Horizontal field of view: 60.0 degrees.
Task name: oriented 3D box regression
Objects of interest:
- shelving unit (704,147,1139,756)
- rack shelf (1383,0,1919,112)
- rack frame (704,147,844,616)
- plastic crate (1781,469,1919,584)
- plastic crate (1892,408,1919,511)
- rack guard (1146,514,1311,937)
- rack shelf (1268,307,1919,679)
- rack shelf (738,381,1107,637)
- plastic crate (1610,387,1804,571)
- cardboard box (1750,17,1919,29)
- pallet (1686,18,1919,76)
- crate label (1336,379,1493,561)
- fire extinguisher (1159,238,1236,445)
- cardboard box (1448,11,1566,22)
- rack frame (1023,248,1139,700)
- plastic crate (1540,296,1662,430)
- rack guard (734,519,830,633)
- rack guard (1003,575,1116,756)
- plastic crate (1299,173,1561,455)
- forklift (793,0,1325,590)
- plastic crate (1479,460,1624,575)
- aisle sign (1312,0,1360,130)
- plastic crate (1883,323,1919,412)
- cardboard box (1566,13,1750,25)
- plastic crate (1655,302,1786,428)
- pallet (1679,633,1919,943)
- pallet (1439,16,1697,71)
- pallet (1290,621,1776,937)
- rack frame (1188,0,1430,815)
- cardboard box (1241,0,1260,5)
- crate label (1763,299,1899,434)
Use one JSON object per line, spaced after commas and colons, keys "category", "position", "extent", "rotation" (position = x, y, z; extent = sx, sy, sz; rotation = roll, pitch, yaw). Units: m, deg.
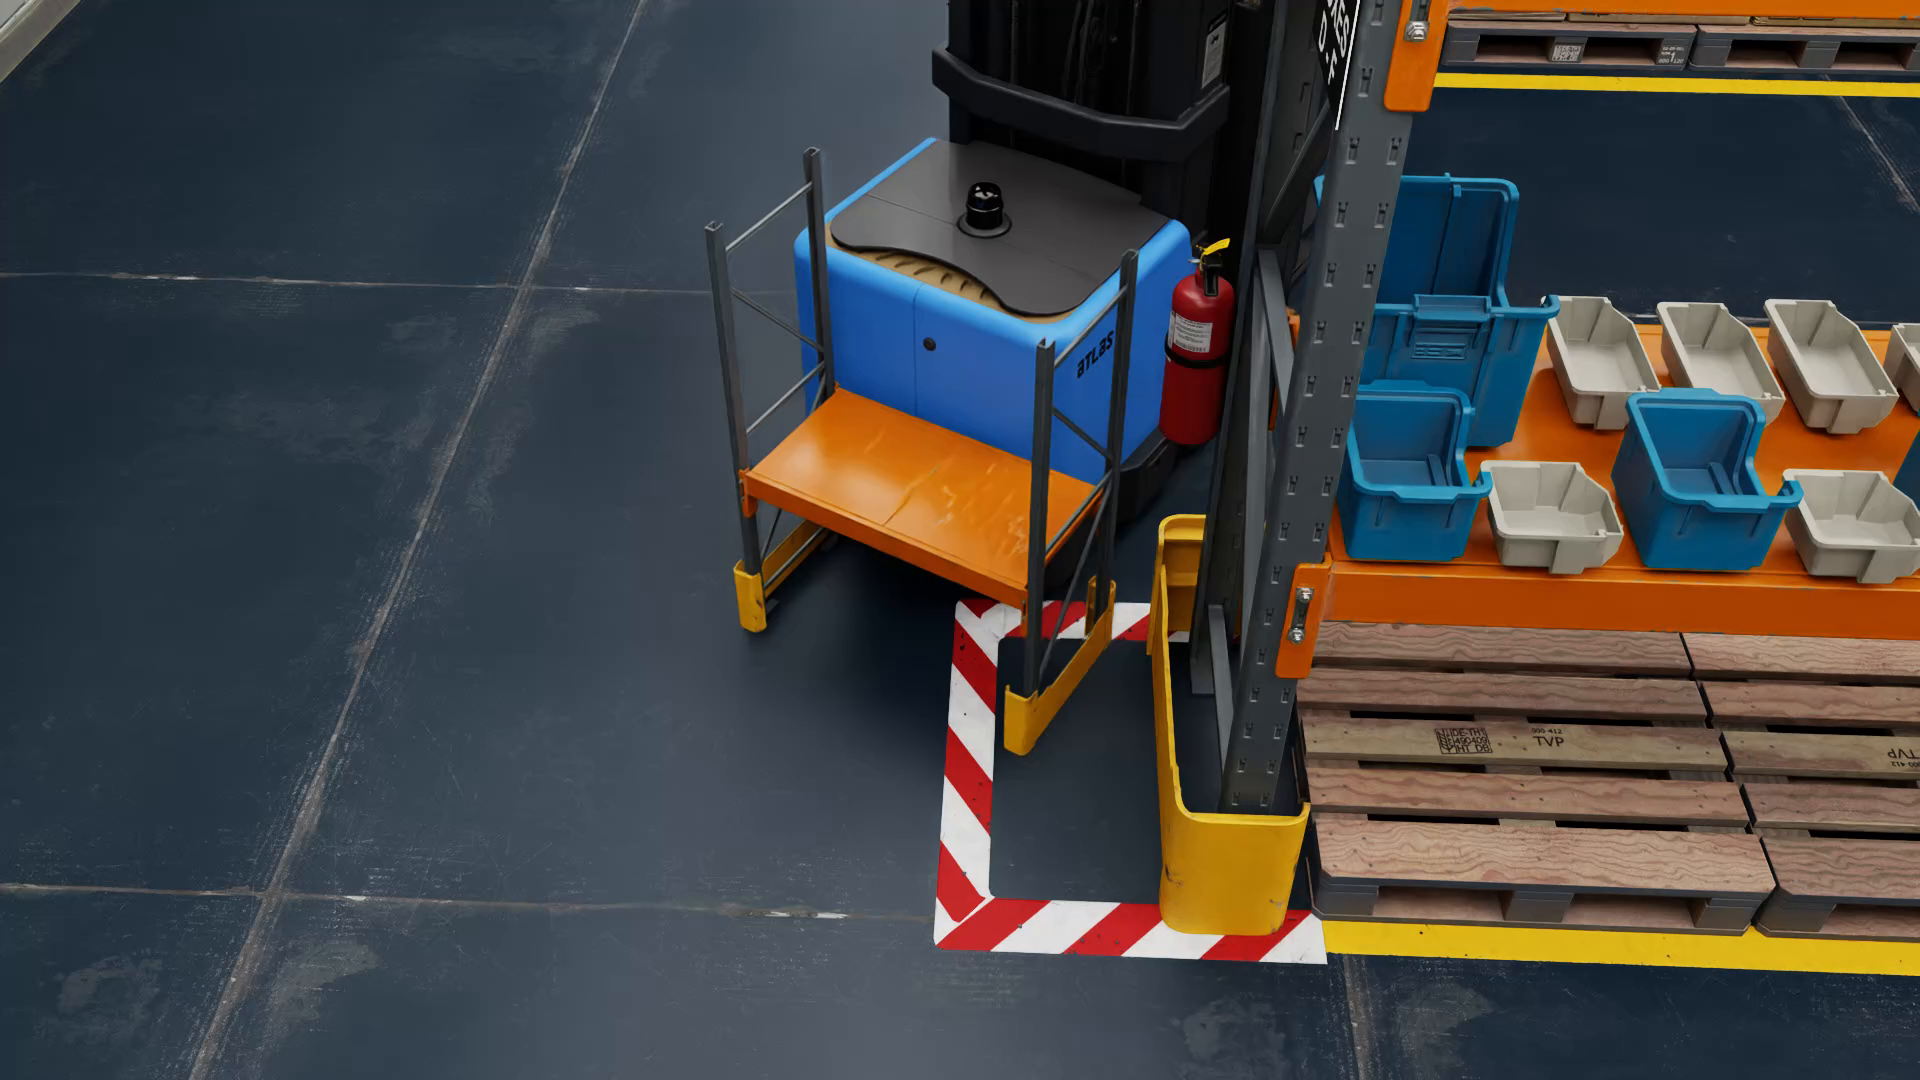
{"category": "shelving unit", "position": [-0.114, -0.250, 4.918], "extent": [1.083, 1.500, 0.587], "rotation": [22, 47, 22]}
{"category": "rack shelf", "position": [2.776, -1.189, 3.153], "extent": [4.000, 0.370, 1.077], "rotation": [2, 43, 2]}
{"category": "rack frame", "position": [-0.541, -0.426, 5.107], "extent": [0.032, 1.500, 0.500], "rotation": [22, 47, 22]}
{"category": "plastic crate", "position": [2.004, -0.023, 3.723], "extent": [0.298, 0.136, 0.250], "rotation": [2, 43, 2]}
{"category": "plastic crate", "position": [2.325, -0.105, 3.741], "extent": [0.300, 0.233, 0.416], "rotation": [2, 43, 2]}
{"category": "rack guard", "position": [0.753, 0.506, 4.840], "extent": [0.348, 0.500, 1.175], "rotation": [2, 43, 2]}
{"category": "rack shelf", "position": [2.776, -0.092, 4.176], "extent": [4.000, 0.370, 1.077], "rotation": [2, 43, 2]}
{"category": "rack shelf", "position": [-0.107, -0.115, 5.037], "extent": [1.000, 0.185, 0.538], "rotation": [22, 47, 22]}
{"category": "plastic crate", "position": [1.668, -0.125, 3.762], "extent": [0.300, 0.233, 0.416], "rotation": [2, 43, 2]}
{"category": "cardboard box", "position": [4.341, -3.117, 8.146], "extent": [0.875, 0.875, 0.875], "rotation": [2, 43, 2]}
{"category": "pallet", "position": [4.241, -2.722, 8.518], "extent": [1.213, 0.211, 1.003], "rotation": [2, 43, 2]}
{"category": "crate label", "position": [1.010, -0.145, 3.784], "extent": [0.303, 0.233, 0.416], "rotation": [2, 43, 2]}
{"category": "fire extinguisher", "position": [0.648, -0.566, 4.487], "extent": [0.183, 0.674, 0.296], "rotation": [2, 43, 2]}
{"category": "cardboard box", "position": [2.553, -3.172, 8.205], "extent": [0.875, 0.875, 0.875], "rotation": [2, 43, 2]}
{"category": "rack frame", "position": [0.328, -0.067, 4.722], "extent": [0.032, 1.500, 0.500], "rotation": [22, 47, 22]}
{"category": "plastic crate", "position": [1.601, -0.440, 4.171], "extent": [0.243, 0.136, 0.396], "rotation": [2, 43, 2]}
{"category": "rack guard", "position": [-0.540, 0.032, 5.533], "extent": [0.087, 0.250, 0.587], "rotation": [22, 47, 22]}
{"category": "rack guard", "position": [0.312, 0.383, 5.155], "extent": [0.087, 0.250, 0.587], "rotation": [22, 47, 22]}
{"category": "plastic crate", "position": [1.121, -0.568, 4.089], "extent": [0.499, 0.435, 0.616], "rotation": [2, 43, 2]}
{"category": "forklift", "position": [0.696, -1.881, 5.619], "extent": [1.130, 2.935, 3.031], "rotation": [24, 48, 24]}
{"category": "plastic crate", "position": [1.327, -0.044, 3.746], "extent": [0.298, 0.136, 0.250], "rotation": [2, 43, 2]}
{"category": "aisle sign", "position": [0.693, -1.167, 2.895], "extent": [0.004, 0.787, 0.394], "rotation": [2, 43, 2]}
{"category": "plastic crate", "position": [2.466, -0.433, 4.164], "extent": [0.250, 0.136, 0.298], "rotation": [2, 43, 2]}
{"category": "cardboard box", "position": [3.442, -3.145, 8.176], "extent": [0.875, 0.875, 0.875], "rotation": [2, 43, 2]}
{"category": "plastic crate", "position": [1.890, -0.421, 4.151], "extent": [0.243, 0.136, 0.396], "rotation": [2, 43, 2]}
{"category": "pallet", "position": [2.816, 0.695, 4.849], "extent": [1.213, 0.211, 1.003], "rotation": [2, 43, 2]}
{"category": "pallet", "position": [3.019, -2.758, 8.556], "extent": [1.213, 0.211, 1.003], "rotation": [2, 43, 2]}
{"category": "pallet", "position": [1.600, 0.656, 4.891], "extent": [1.213, 0.211, 1.003], "rotation": [2, 43, 2]}
{"category": "rack frame", "position": [0.778, -0.416, 3.996], "extent": [0.127, 3.000, 1.000], "rotation": [2, 43, 2]}
{"category": "cardboard box", "position": [1.644, -3.200, 8.235], "extent": [0.875, 0.875, 0.875], "rotation": [2, 43, 2]}
{"category": "crate label", "position": [2.169, -0.429, 4.160], "extent": [0.243, 0.136, 0.396], "rotation": [2, 43, 2]}
